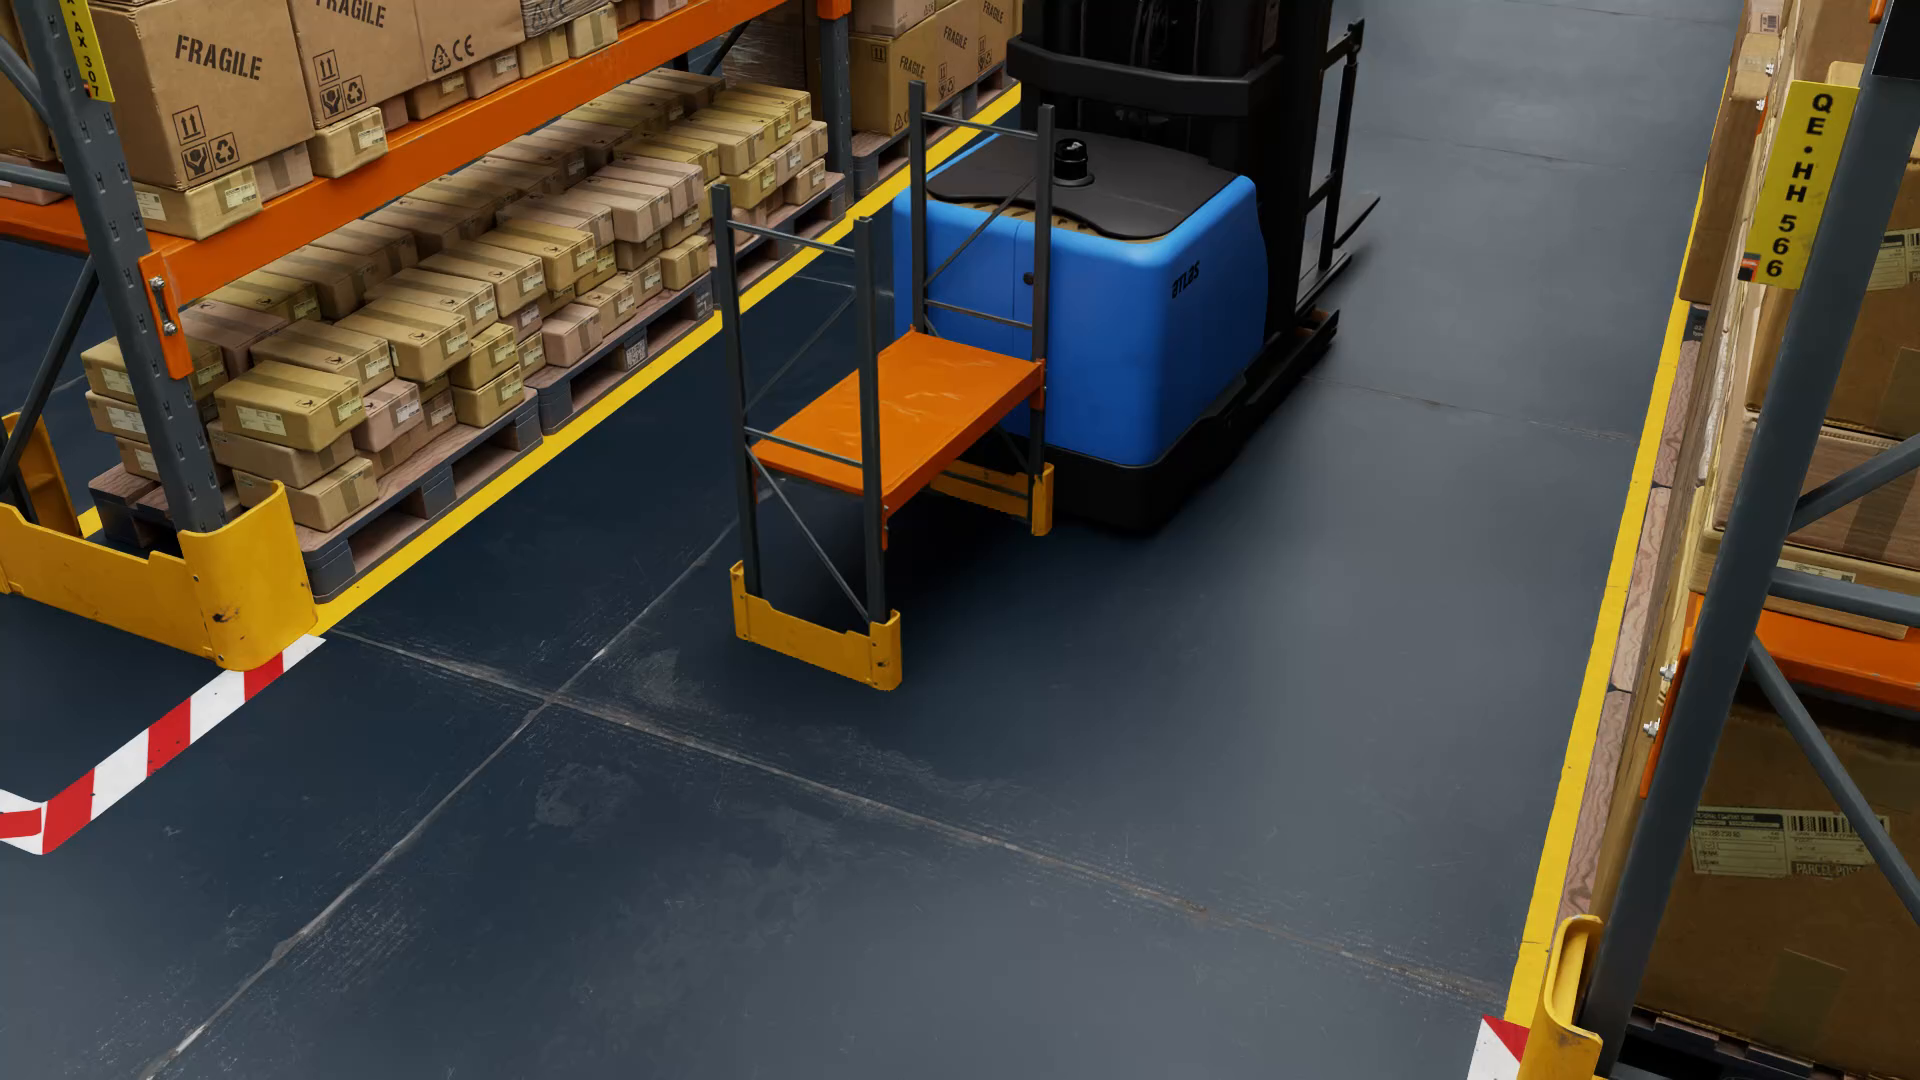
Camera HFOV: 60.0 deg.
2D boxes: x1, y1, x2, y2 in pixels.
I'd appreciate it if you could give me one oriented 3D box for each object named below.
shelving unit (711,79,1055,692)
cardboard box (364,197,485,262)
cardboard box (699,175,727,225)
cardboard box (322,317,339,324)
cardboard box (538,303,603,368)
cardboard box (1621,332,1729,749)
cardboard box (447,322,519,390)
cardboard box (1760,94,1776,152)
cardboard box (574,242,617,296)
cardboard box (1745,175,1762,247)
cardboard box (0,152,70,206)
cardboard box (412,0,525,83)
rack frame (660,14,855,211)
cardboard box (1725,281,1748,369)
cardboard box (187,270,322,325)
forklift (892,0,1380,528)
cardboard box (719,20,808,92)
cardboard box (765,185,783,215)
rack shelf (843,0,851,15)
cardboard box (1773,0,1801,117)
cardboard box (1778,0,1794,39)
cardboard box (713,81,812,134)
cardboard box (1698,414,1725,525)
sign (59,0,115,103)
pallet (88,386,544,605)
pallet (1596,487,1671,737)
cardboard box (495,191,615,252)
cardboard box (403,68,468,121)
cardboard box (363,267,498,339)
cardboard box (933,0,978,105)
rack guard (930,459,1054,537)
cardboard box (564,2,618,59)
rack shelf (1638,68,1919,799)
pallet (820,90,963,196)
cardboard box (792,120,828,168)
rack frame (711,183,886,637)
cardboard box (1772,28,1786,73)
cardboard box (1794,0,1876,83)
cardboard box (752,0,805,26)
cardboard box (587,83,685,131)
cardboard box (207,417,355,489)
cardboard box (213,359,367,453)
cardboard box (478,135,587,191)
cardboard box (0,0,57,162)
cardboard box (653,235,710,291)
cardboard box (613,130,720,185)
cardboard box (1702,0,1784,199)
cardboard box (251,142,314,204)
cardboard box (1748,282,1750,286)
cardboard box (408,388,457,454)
[{"bbox_3d":[-0.196,-0.498,5.141,0.587,1.500,1.083,18,37,25],"label":"shelving unit"},{"bbox_3d":[-2.099,-1.209,6.532,0.380,0.149,0.250,13,35,19],"label":"cardboard box"},{"bbox_3d":[-1.241,-1.510,7.263,0.380,0.149,0.250,15,36,21],"label":"cardboard box"},{"bbox_3d":[-2.296,-0.823,6.216,0.380,0.149,0.250,14,36,20],"label":"cardboard box"},{"bbox_3d":[-1.626,-0.818,6.479,0.380,0.149,0.250,12,35,18],"label":"cardboard box"},{"bbox_3d":[2.359,0.093,4.427,0.875,0.875,0.875,14,36,20],"label":"cardboard box"},{"bbox_3d":[-1.833,-0.696,6.022,0.380,0.149,0.250,15,36,22],"label":"cardboard box"},{"bbox_3d":[2.703,-1.252,5.153,0.380,0.149,0.250,13,35,19],"label":"cardboard box"},{"bbox_3d":[-1.610,-1.127,6.679,0.380,0.149,0.250,16,36,23],"label":"cardboard box"},{"bbox_3d":[2.380,-0.869,4.569,0.380,0.149,0.250,13,35,19],"label":"cardboard box"},{"bbox_3d":[-2.799,-1.140,4.982,0.380,0.149,0.250,14,36,21],"label":"cardboard box"},{"bbox_3d":[-1.823,-1.858,5.485,0.500,0.500,0.500,15,36,21],"label":"cardboard box"},{"bbox_3d":[-1.006,-3.010,7.605,1.000,3.000,0.127,14,36,20],"label":"rack frame"},{"bbox_3d":[2.059,-0.486,3.985,0.380,0.149,0.250,13,36,19],"label":"cardboard box"},{"bbox_3d":[-2.538,-0.842,5.973,0.380,0.149,0.250,13,36,19],"label":"cardboard box"},{"bbox_3d":[0.929,-2.046,6.197,1.130,2.935,3.031,18,37,25],"label":"forklift"},{"bbox_3d":[-0.925,-2.566,8.825,0.500,0.500,0.500,13,36,20],"label":"cardboard box"},{"bbox_3d":[-1.045,-1.610,7.686,0.380,0.149,0.250,15,36,22],"label":"cardboard box"},{"bbox_3d":[-0.169,-3.705,9.321,1.077,0.370,4.000,14,36,20],"label":"rack shelf"},{"bbox_3d":[2.810,-1.463,5.111,0.500,0.250,0.500,14,36,20],"label":"cardboard box"},{"bbox_3d":[3.405,-2.159,6.216,0.500,0.500,0.500,14,36,21],"label":"cardboard box"},{"bbox_3d":[-0.918,-2.005,7.747,0.380,0.149,0.250,15,36,22],"label":"cardboard box"},{"bbox_3d":[1.741,-0.107,3.407,0.380,0.149,0.250,15,36,21],"label":"cardboard box"},{"bbox_3d":[-2.186,-1.255,4.139,0.100,0.325,0.005,14,36,20],"label":"sign"},{"bbox_3d":[-2.275,-0.286,5.993,1.003,0.211,1.213,14,36,20],"label":"pallet"},{"bbox_3d":[2.559,0.315,5.077,1.003,0.211,1.213,14,36,20],"label":"pallet"},{"bbox_3d":[-1.600,-1.240,6.580,0.380,0.149,0.250,14,36,21],"label":"cardboard box"},{"bbox_3d":[-1.896,-1.547,5.602,0.380,0.149,0.250,14,36,20],"label":"cardboard box"},{"bbox_3d":[-1.895,-0.836,5.964,0.380,0.149,0.250,12,35,18],"label":"cardboard box"},{"bbox_3d":[-0.236,-2.711,9.046,0.500,0.500,0.500,16,36,23],"label":"cardboard box"},{"bbox_3d":[0.053,-0.212,5.845,0.587,0.250,0.087,18,37,25],"label":"rack guard"},{"bbox_3d":[-1.501,-1.914,6.162,0.380,0.149,0.250,15,36,21],"label":"cardboard box"},{"bbox_3d":[2.620,-0.525,4.471,1.077,0.370,4.000,14,36,20],"label":"rack shelf"},{"bbox_3d":[-0.681,-2.232,8.961,1.003,0.211,1.213,14,36,20],"label":"pallet"},{"bbox_3d":[-0.849,-1.888,7.839,0.380,0.149,0.250,15,36,21],"label":"cardboard box"},{"bbox_3d":[-0.446,-0.261,4.780,0.500,1.500,0.032,18,37,25],"label":"rack frame"},{"bbox_3d":[3.031,-1.646,5.753,0.380,0.149,0.250,14,36,21],"label":"cardboard box"},{"bbox_3d":[2.598,-1.513,4.504,0.500,0.500,0.500,13,35,19],"label":"cardboard box"},{"bbox_3d":[-0.924,-2.883,8.623,0.500,0.250,0.500,13,36,19],"label":"cardboard box"},{"bbox_3d":[-1.507,-1.994,7.730,0.380,0.149,0.250,16,36,23],"label":"cardboard box"},{"bbox_3d":[-2.227,-0.327,5.460,0.380,0.149,0.250,16,36,22],"label":"cardboard box"},{"bbox_3d":[-2.151,-0.433,5.349,0.380,0.149,0.250,13,35,18],"label":"cardboard box"},{"bbox_3d":[-1.837,-1.614,7.150,0.380,0.149,0.250,15,36,21],"label":"cardboard box"},{"bbox_3d":[-2.725,-1.467,4.889,0.500,0.500,0.500,15,36,21],"label":"cardboard box"},{"bbox_3d":[-1.293,-1.204,7.068,0.380,0.149,0.250,14,36,20],"label":"cardboard box"},{"bbox_3d":[-1.266,-1.632,7.177,0.380,0.149,0.250,15,36,22],"label":"cardboard box"},{"bbox_3d":[4.080,-1.877,7.432,1.225,0.875,0.875,13,35,19],"label":"cardboard box"},{"bbox_3d":[-2.177,-1.135,4.974,0.380,0.149,0.250,15,36,22],"label":"cardboard box"},{"bbox_3d":[2.171,-0.699,3.947,0.500,0.250,0.500,13,35,19],"label":"cardboard box"},{"bbox_3d":[-2.036,-0.463,5.937,0.380,0.149,0.250,15,36,21],"label":"cardboard box"}]
